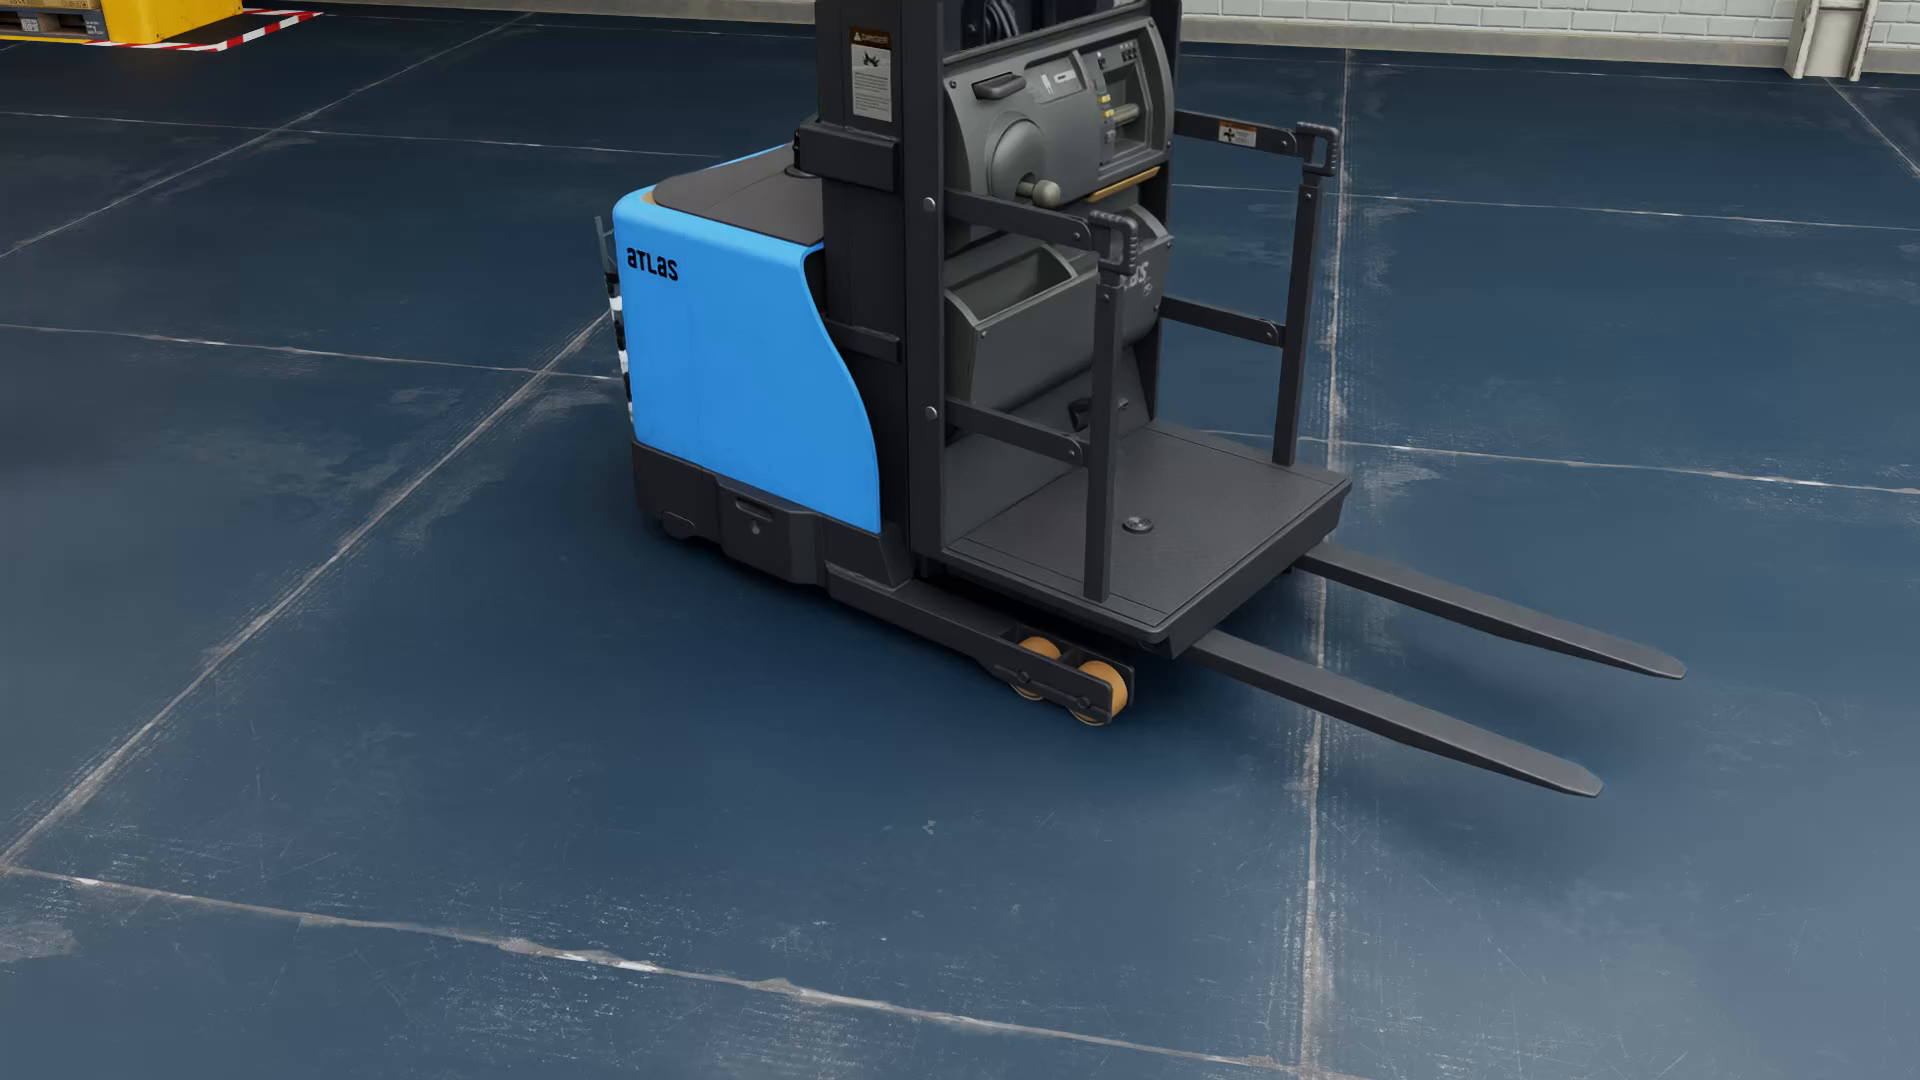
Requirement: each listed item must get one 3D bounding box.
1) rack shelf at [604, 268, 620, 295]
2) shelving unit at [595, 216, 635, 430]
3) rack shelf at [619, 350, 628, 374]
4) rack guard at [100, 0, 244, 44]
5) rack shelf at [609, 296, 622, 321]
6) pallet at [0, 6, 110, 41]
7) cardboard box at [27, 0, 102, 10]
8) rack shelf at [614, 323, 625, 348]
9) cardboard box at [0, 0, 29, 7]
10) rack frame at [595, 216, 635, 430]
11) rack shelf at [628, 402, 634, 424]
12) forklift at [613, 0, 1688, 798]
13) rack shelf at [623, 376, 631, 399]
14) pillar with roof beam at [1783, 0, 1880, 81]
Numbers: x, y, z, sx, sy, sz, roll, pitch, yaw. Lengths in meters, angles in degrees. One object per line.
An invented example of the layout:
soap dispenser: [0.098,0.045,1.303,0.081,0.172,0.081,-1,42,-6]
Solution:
rack shelf: [-0.984,-0.858,5.372,0.200,0.077,0.258,11,30,30]
shelving unit: [-0.965,-0.646,5.476,0.210,0.900,0.258,11,30,30]
rack shelf: [-0.963,-0.616,5.490,0.200,0.077,0.258,11,30,30]
rack guard: [-5.656,-3.941,11.929,0.348,0.500,1.175,6,29,11]
rack shelf: [-0.977,-0.777,5.412,0.200,0.077,0.258,11,30,30]
pallet: [-6.436,-3.874,12.107,1.213,0.211,1.003,6,29,11]
cardboard box: [-6.205,-3.917,11.707,0.500,0.250,0.500,6,29,11]
rack shelf: [-0.970,-0.697,5.451,0.200,0.077,0.258,11,30,30]
cardboard box: [-6.689,-3.971,11.807,0.500,0.250,0.500,6,29,11]
rack frame: [-1.052,-0.663,5.526,0.006,0.900,0.240,11,30,30]
rack shelf: [-0.948,-0.455,5.569,0.200,0.077,0.258,11,30,30]
forklift: [0.441,-1.088,4.185,3.031,2.935,1.130,21,35,33]
rack shelf: [-0.955,-0.535,5.529,0.200,0.077,0.258,11,30,30]
pillar with roof beam: [4.664,-4.940,4.902,0.400,9.000,9.100,6,29,11]
